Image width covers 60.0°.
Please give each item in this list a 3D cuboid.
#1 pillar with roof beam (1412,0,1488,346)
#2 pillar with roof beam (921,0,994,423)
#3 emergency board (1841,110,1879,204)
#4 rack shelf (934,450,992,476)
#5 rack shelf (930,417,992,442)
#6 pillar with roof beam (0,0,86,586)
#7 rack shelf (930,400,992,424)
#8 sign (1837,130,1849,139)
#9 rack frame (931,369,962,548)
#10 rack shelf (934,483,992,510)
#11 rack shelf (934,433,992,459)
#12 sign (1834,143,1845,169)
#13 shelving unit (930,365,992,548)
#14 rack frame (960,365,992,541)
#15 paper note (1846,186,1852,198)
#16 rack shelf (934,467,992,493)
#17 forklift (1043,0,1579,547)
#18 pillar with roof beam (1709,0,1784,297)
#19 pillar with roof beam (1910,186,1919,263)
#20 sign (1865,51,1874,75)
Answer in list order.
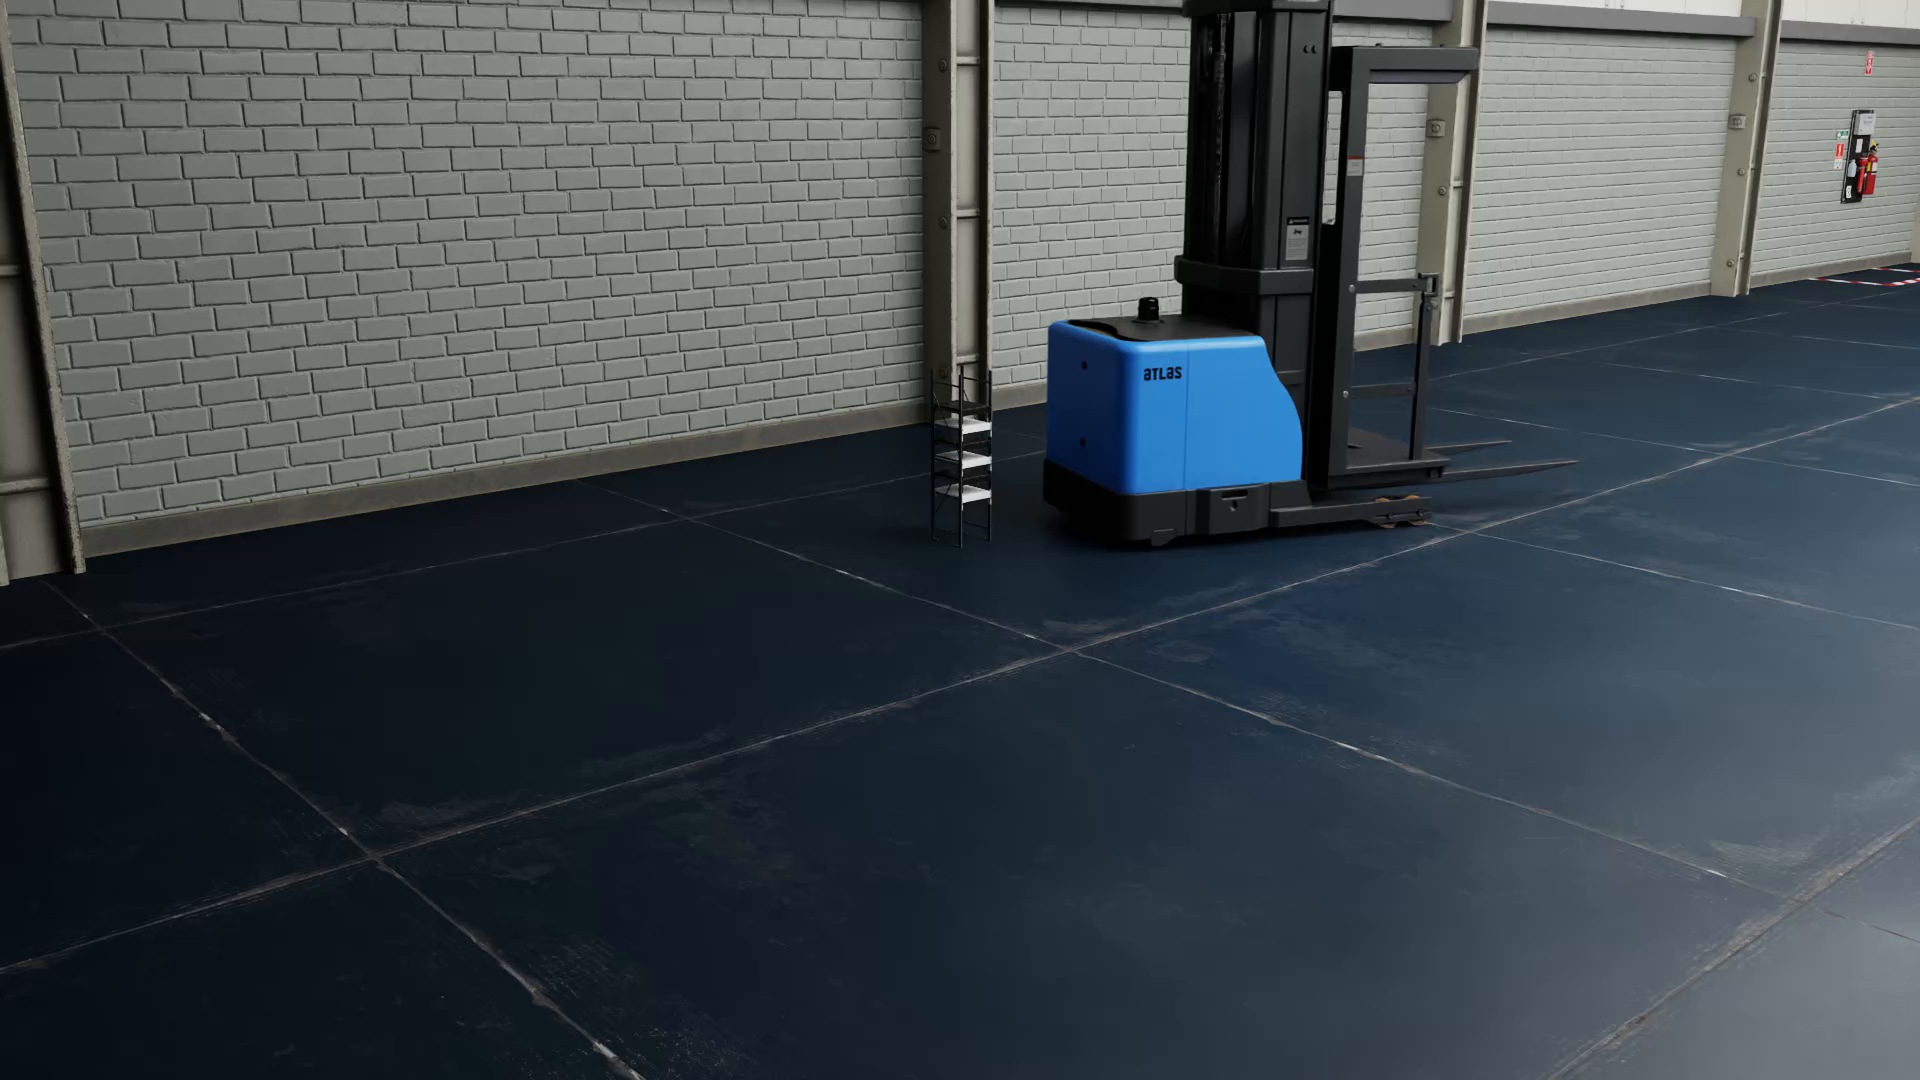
[{"bbox_3d":[7.338,-5.383,11.464,0.400,9.000,9.100,-13,19,-39],"label":"pillar with roof beam"},{"bbox_3d":[2.812,-4.366,7.659,0.400,9.000,9.100,-13,19,-39],"label":"pillar with roof beam"},{"bbox_3d":[11.676,-4.944,21.447,0.643,1.169,0.194,-13,19,-39],"label":"emergency board"},{"bbox_3d":[0.006,-0.404,8.648,0.200,0.077,0.258,-13,20,-39],"label":"rack shelf"},{"bbox_3d":[0.006,-0.578,8.601,0.200,0.077,0.258,-13,20,-39],"label":"rack shelf"},{"bbox_3d":[-1.714,-3.350,3.854,0.400,9.000,9.100,-13,19,-39],"label":"pillar with roof beam"},{"bbox_3d":[0.006,-0.665,8.578,0.200,0.077,0.258,-13,20,-39],"label":"rack shelf"},{"bbox_3d":[11.200,-5.143,21.095,0.331,0.109,0.001,-13,19,-39],"label":"sign"},{"bbox_3d":[-0.071,-0.419,8.575,0.006,0.900,0.240,-13,20,-39],"label":"rack frame"},{"bbox_3d":[0.006,-0.230,8.694,0.200,0.077,0.258,-13,20,-39],"label":"rack shelf"},{"bbox_3d":[0.006,-0.491,8.624,0.200,0.077,0.258,-13,20,-39],"label":"rack shelf"},{"bbox_3d":[11.191,-4.888,21.167,0.234,0.329,0.001,-13,19,-39],"label":"sign"},{"bbox_3d":[0.006,-0.436,8.639,0.210,0.900,0.258,-13,20,-39],"label":"shelving unit"},{"bbox_3d":[0.083,-0.453,8.703,0.006,0.900,0.240,-13,20,-39],"label":"rack frame"},{"bbox_3d":[11.497,-4.502,21.499,0.142,0.148,0.016,-13,19,-39],"label":"paper note"},{"bbox_3d":[0.006,-0.317,8.671,0.200,0.077,0.258,-13,20,-39],"label":"rack shelf"},{"bbox_3d":[2.037,-1.598,9.052,3.031,2.935,1.130,-5,16,-20],"label":"forklift"},{"bbox_3d":[11.865,-6.399,15.269,0.400,9.000,9.100,-13,19,-39],"label":"pillar with roof beam"},{"bbox_3d":[16.391,-7.416,19.075,0.400,9.000,9.100,-13,19,-39],"label":"pillar with roof beam"},{"bbox_3d":[11.604,-6.082,21.215,0.199,0.298,0.001,-13,19,-39],"label":"sign"}]
